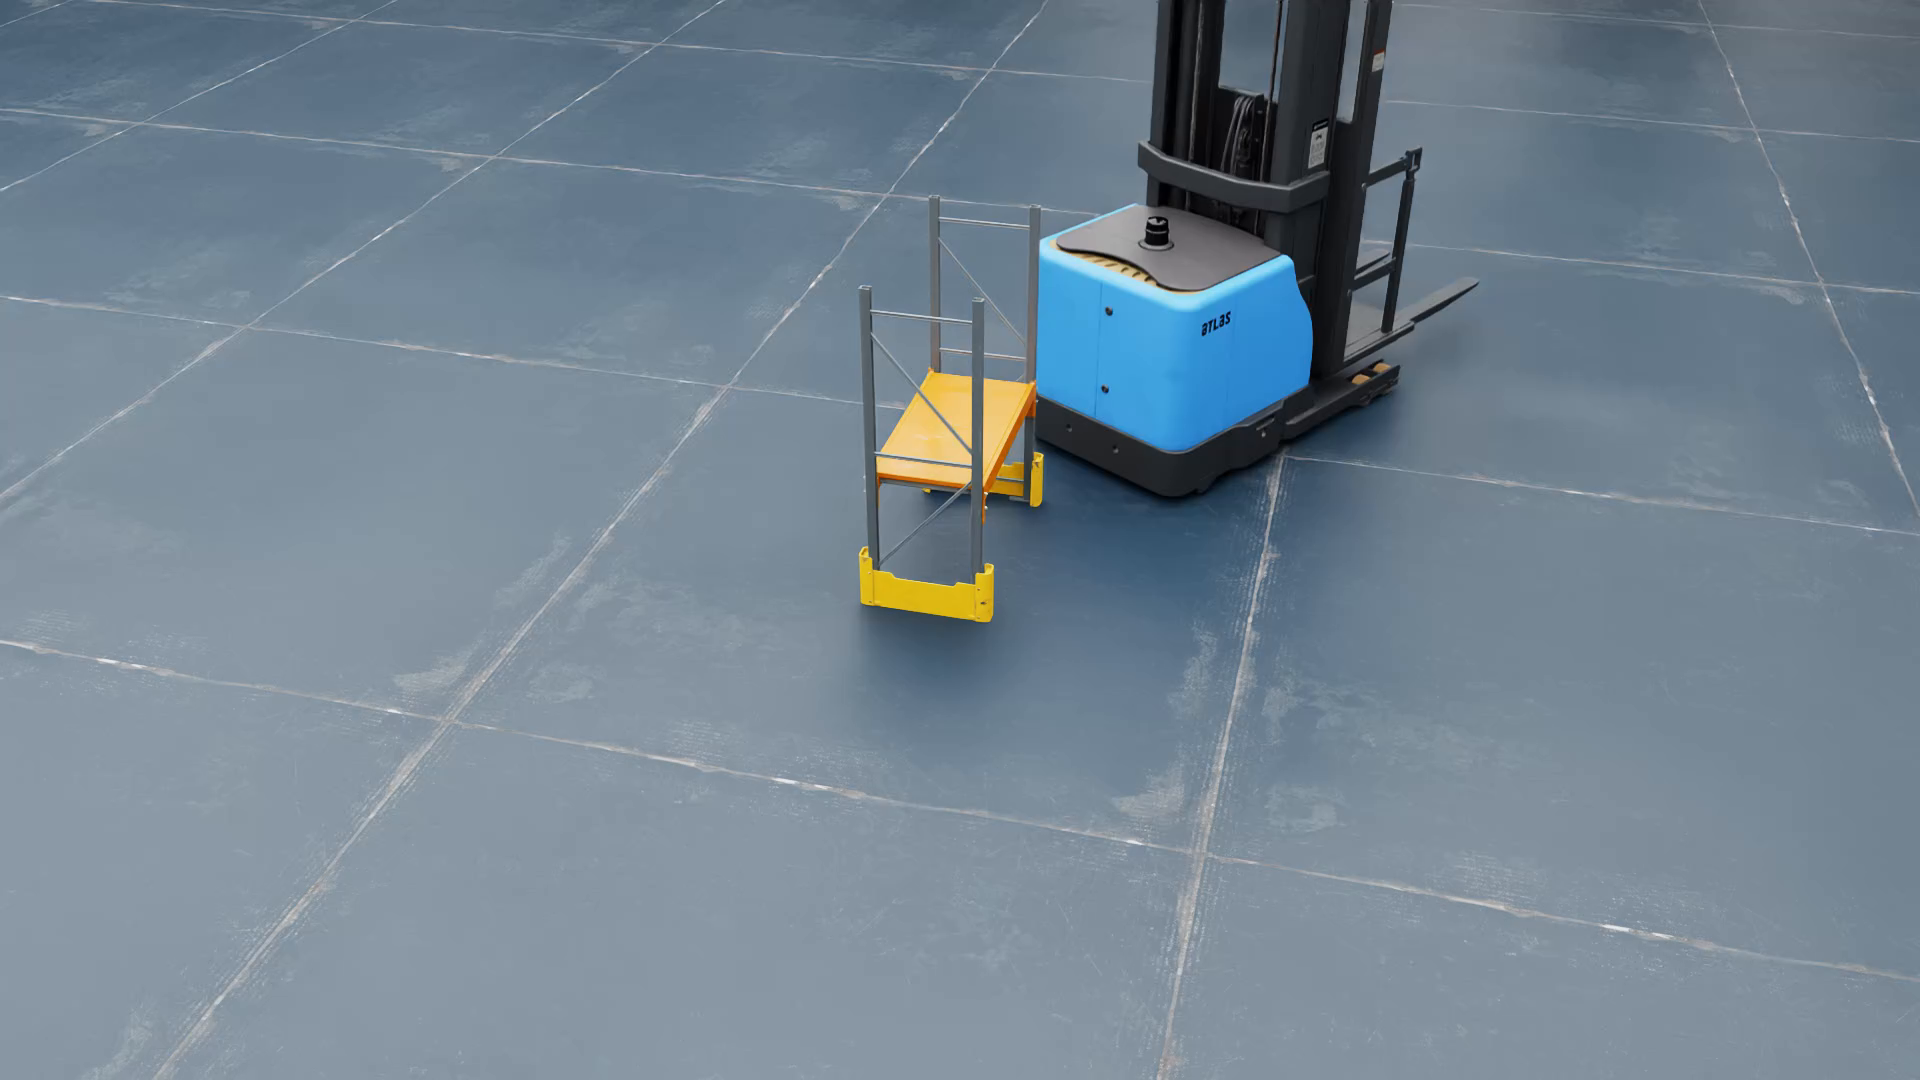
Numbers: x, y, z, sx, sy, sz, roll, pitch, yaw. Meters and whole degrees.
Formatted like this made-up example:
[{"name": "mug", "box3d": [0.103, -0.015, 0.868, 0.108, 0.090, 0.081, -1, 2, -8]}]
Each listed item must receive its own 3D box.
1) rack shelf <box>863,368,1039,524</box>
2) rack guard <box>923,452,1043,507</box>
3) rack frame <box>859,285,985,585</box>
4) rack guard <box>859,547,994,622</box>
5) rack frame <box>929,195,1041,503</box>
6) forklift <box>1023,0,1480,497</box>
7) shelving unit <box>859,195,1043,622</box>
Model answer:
[{"name": "rack shelf", "box3d": [-0.022, -0.437, 7.374, 0.538, 0.185, 1.000, 8, 33, 12]}, {"name": "rack guard", "box3d": [0.107, -0.324, 8.027, 0.587, 0.250, 0.087, 8, 33, 12]}, {"name": "rack frame", "box3d": [-0.151, -0.325, 6.863, 0.500, 1.500, 0.032, 8, 33, 12]}, {"name": "rack guard", "box3d": [-0.146, 0.192, 7.214, 0.587, 0.250, 0.087, 8, 33, 12]}, {"name": "rack frame", "box3d": [0.107, -0.852, 7.693, 0.500, 1.500, 0.032, 8, 33, 12]}, {"name": "forklift", "box3d": [1.728, -2.128, 8.366, 3.031, 2.935, 1.130, -28, 42, -36]}, {"name": "shelving unit", "box3d": [-0.019, -0.593, 7.285, 0.587, 1.500, 1.083, 8, 33, 12]}]
